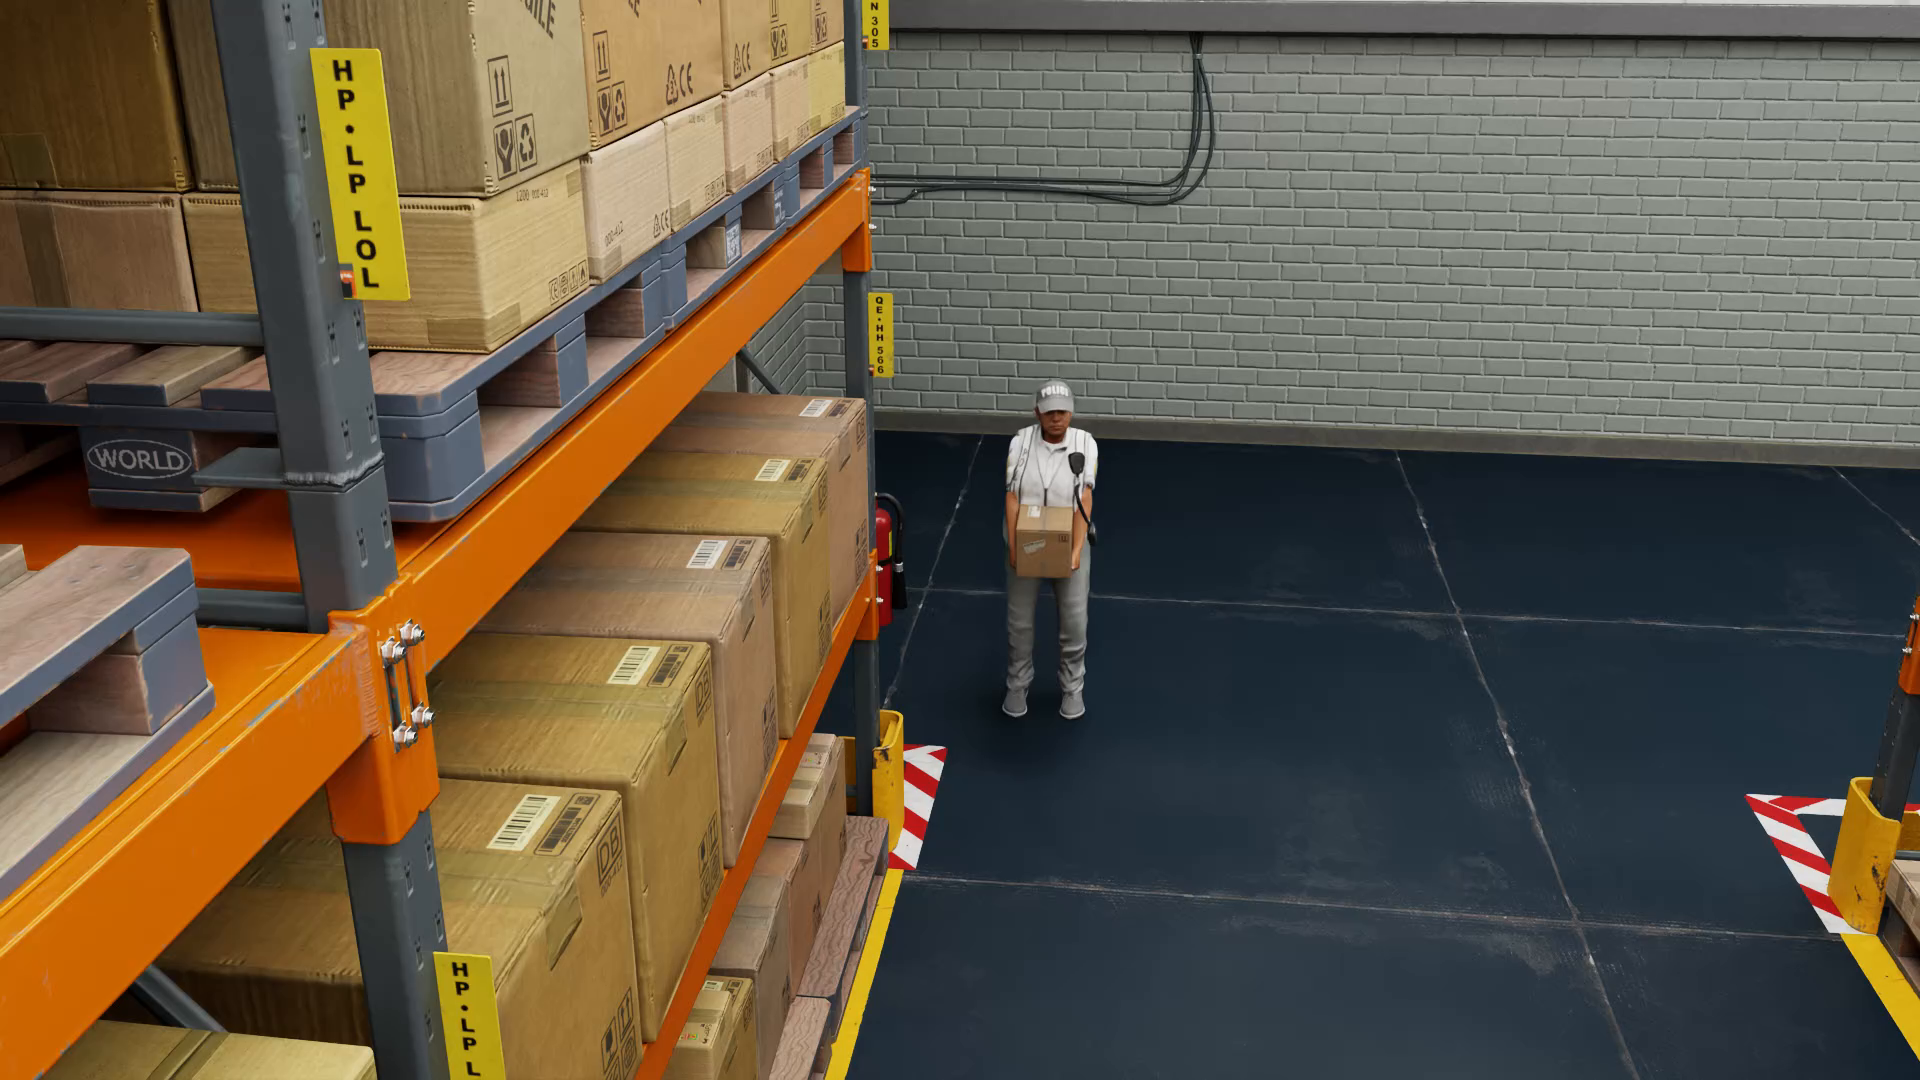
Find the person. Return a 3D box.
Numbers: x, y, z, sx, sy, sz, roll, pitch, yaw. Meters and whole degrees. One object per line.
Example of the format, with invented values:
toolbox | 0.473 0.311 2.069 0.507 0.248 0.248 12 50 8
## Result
person | 0.423 0.068 7.921 0.452 1.663 0.542 2 21 6
